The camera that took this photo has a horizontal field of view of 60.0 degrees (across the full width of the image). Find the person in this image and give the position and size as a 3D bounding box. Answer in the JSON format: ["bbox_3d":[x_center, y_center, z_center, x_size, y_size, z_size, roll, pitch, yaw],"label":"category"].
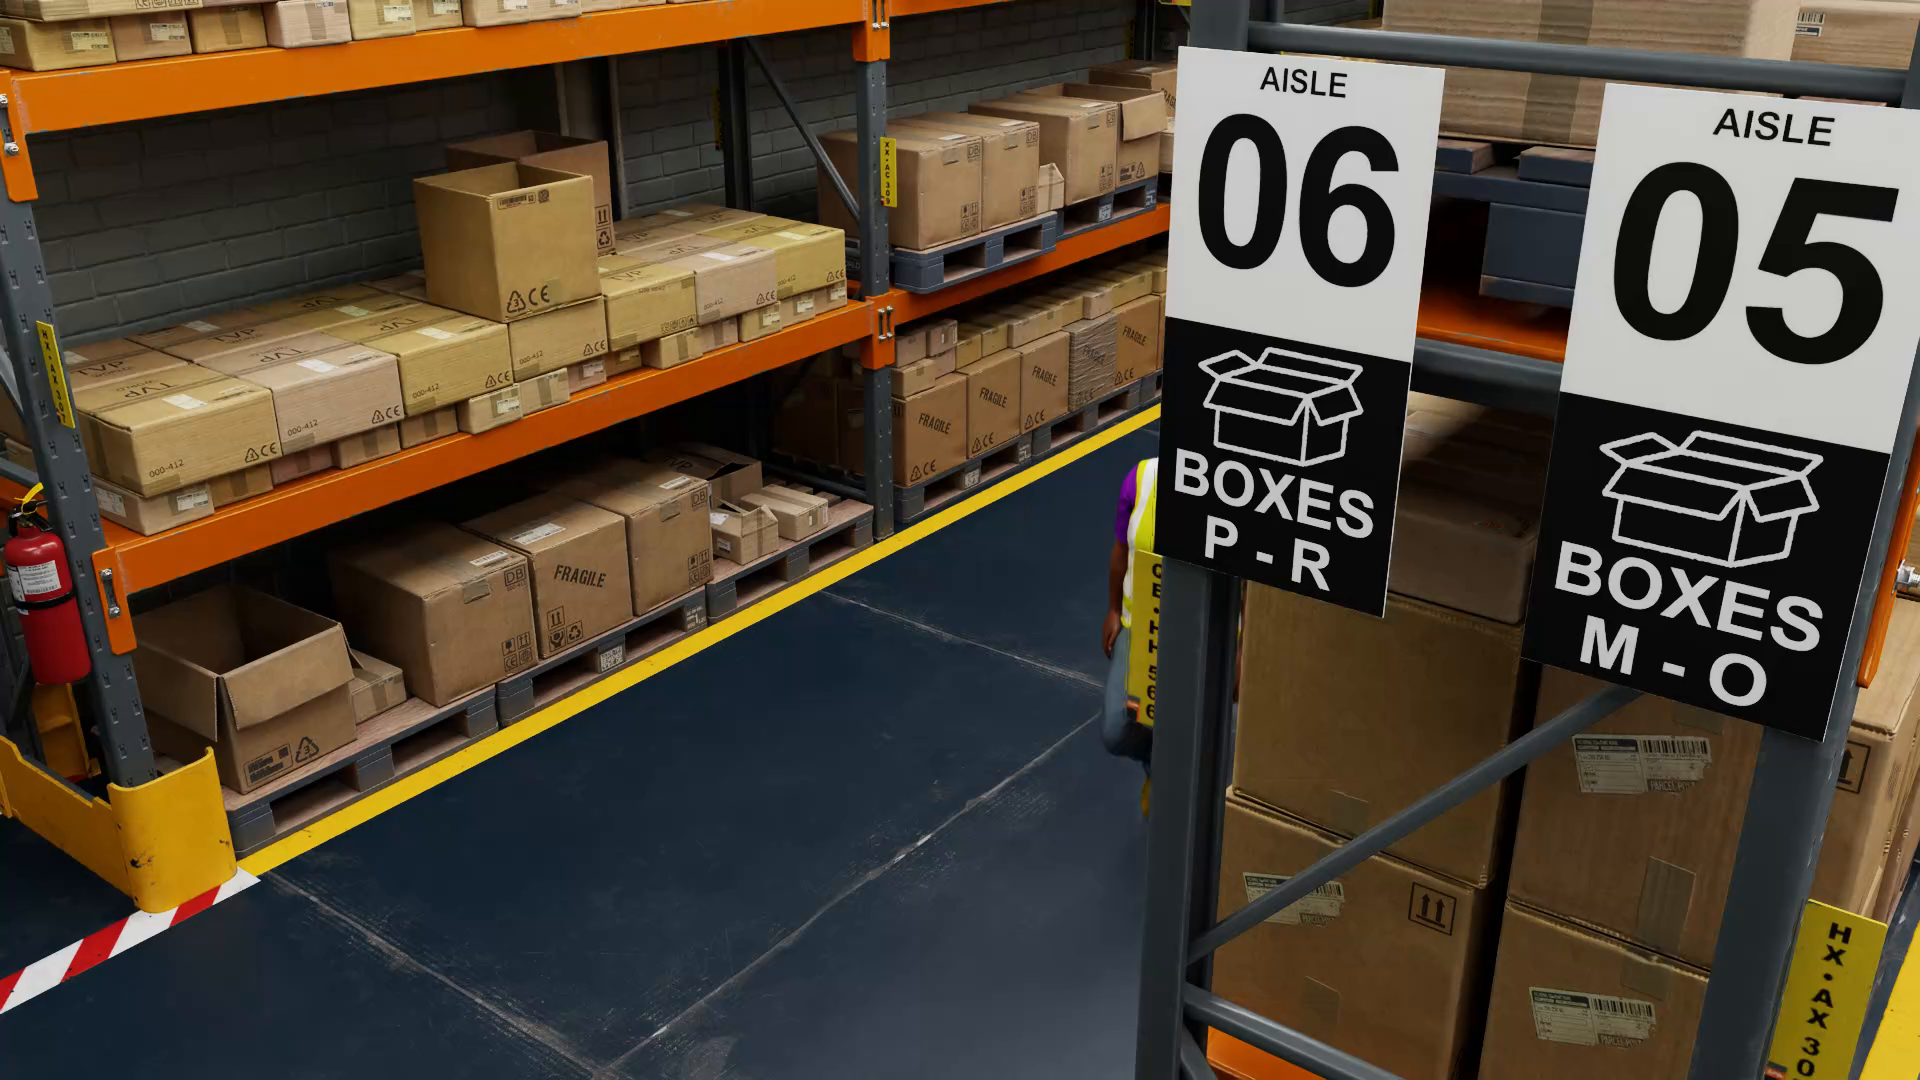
[{"bbox_3d":[0.766,0.309,5.786,0.603,1.759,0.516,12,26,26],"label":"person"}]
